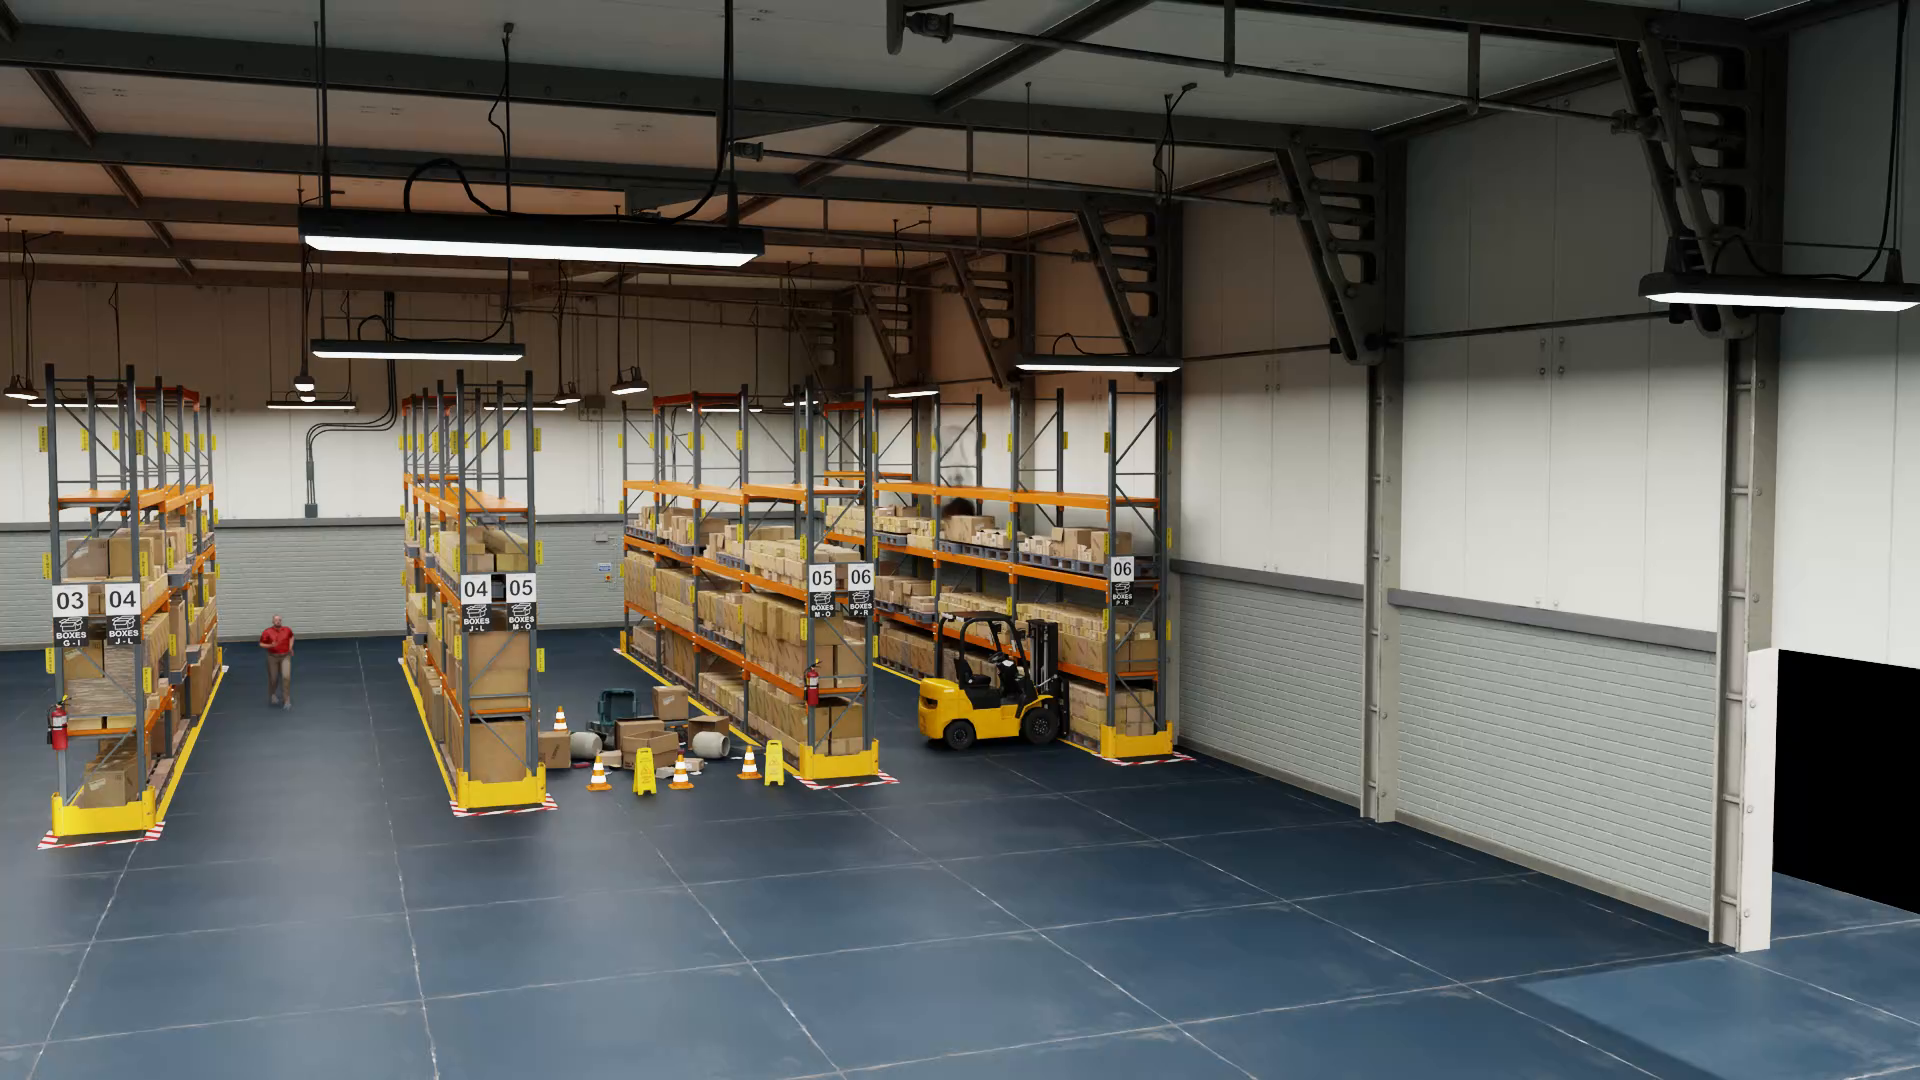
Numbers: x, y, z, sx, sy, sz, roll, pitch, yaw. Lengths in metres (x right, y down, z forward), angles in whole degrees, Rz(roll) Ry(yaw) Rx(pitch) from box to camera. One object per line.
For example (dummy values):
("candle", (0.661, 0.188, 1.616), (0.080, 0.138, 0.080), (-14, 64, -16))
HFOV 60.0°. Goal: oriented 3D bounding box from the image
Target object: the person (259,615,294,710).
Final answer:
("person", (-12.900, 2.285, 31.459), (0.653, 1.756, 0.917), (-2, 4, -31))
